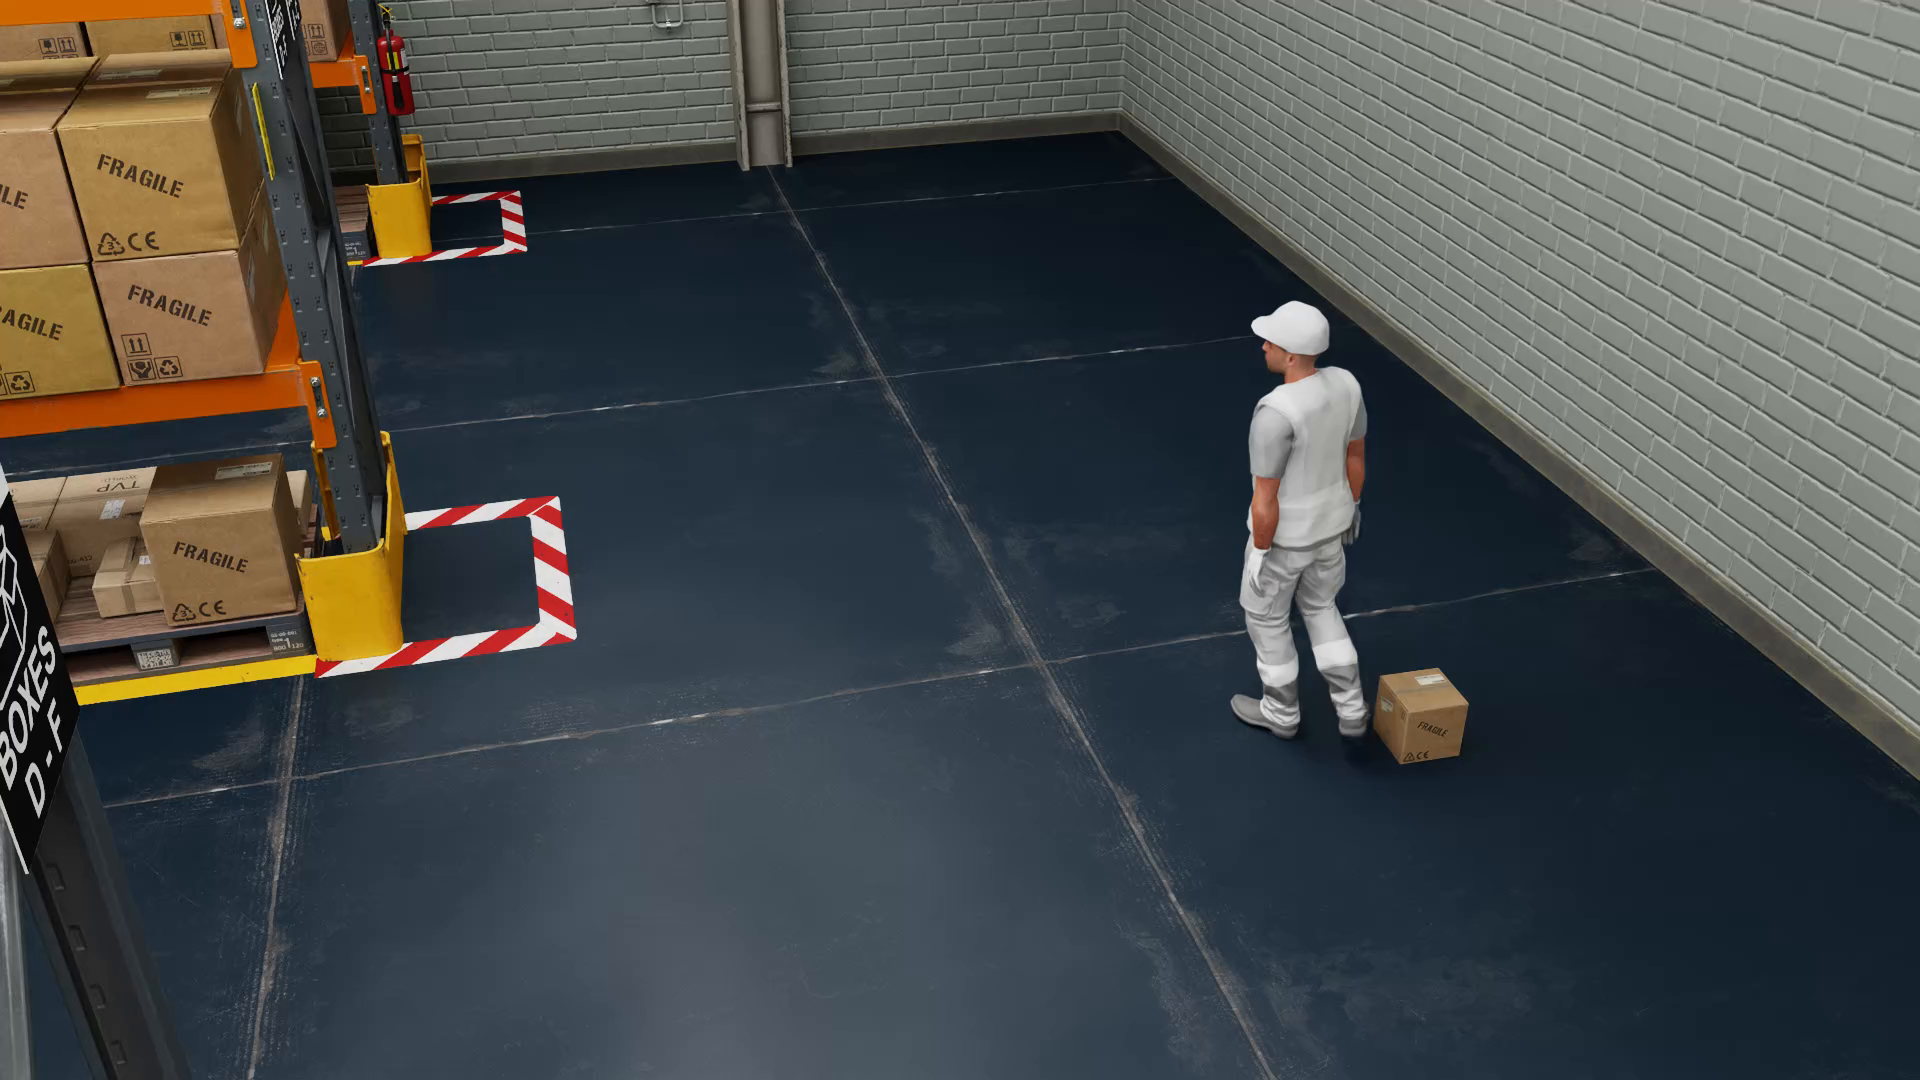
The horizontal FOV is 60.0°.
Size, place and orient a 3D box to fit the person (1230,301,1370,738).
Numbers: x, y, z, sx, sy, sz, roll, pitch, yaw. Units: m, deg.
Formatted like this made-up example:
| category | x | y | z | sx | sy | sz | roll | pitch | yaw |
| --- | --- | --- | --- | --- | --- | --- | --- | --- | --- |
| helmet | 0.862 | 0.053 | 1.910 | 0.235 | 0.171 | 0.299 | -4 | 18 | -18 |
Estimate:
| category | x | y | z | sx | sy | sz | roll | pitch | yaw |
| --- | --- | --- | --- | --- | --- | --- | --- | --- | --- |
| person | 1.300 | -0.012 | 6.127 | 0.585 | 1.777 | 0.578 | -19 | 35 | -30 |
